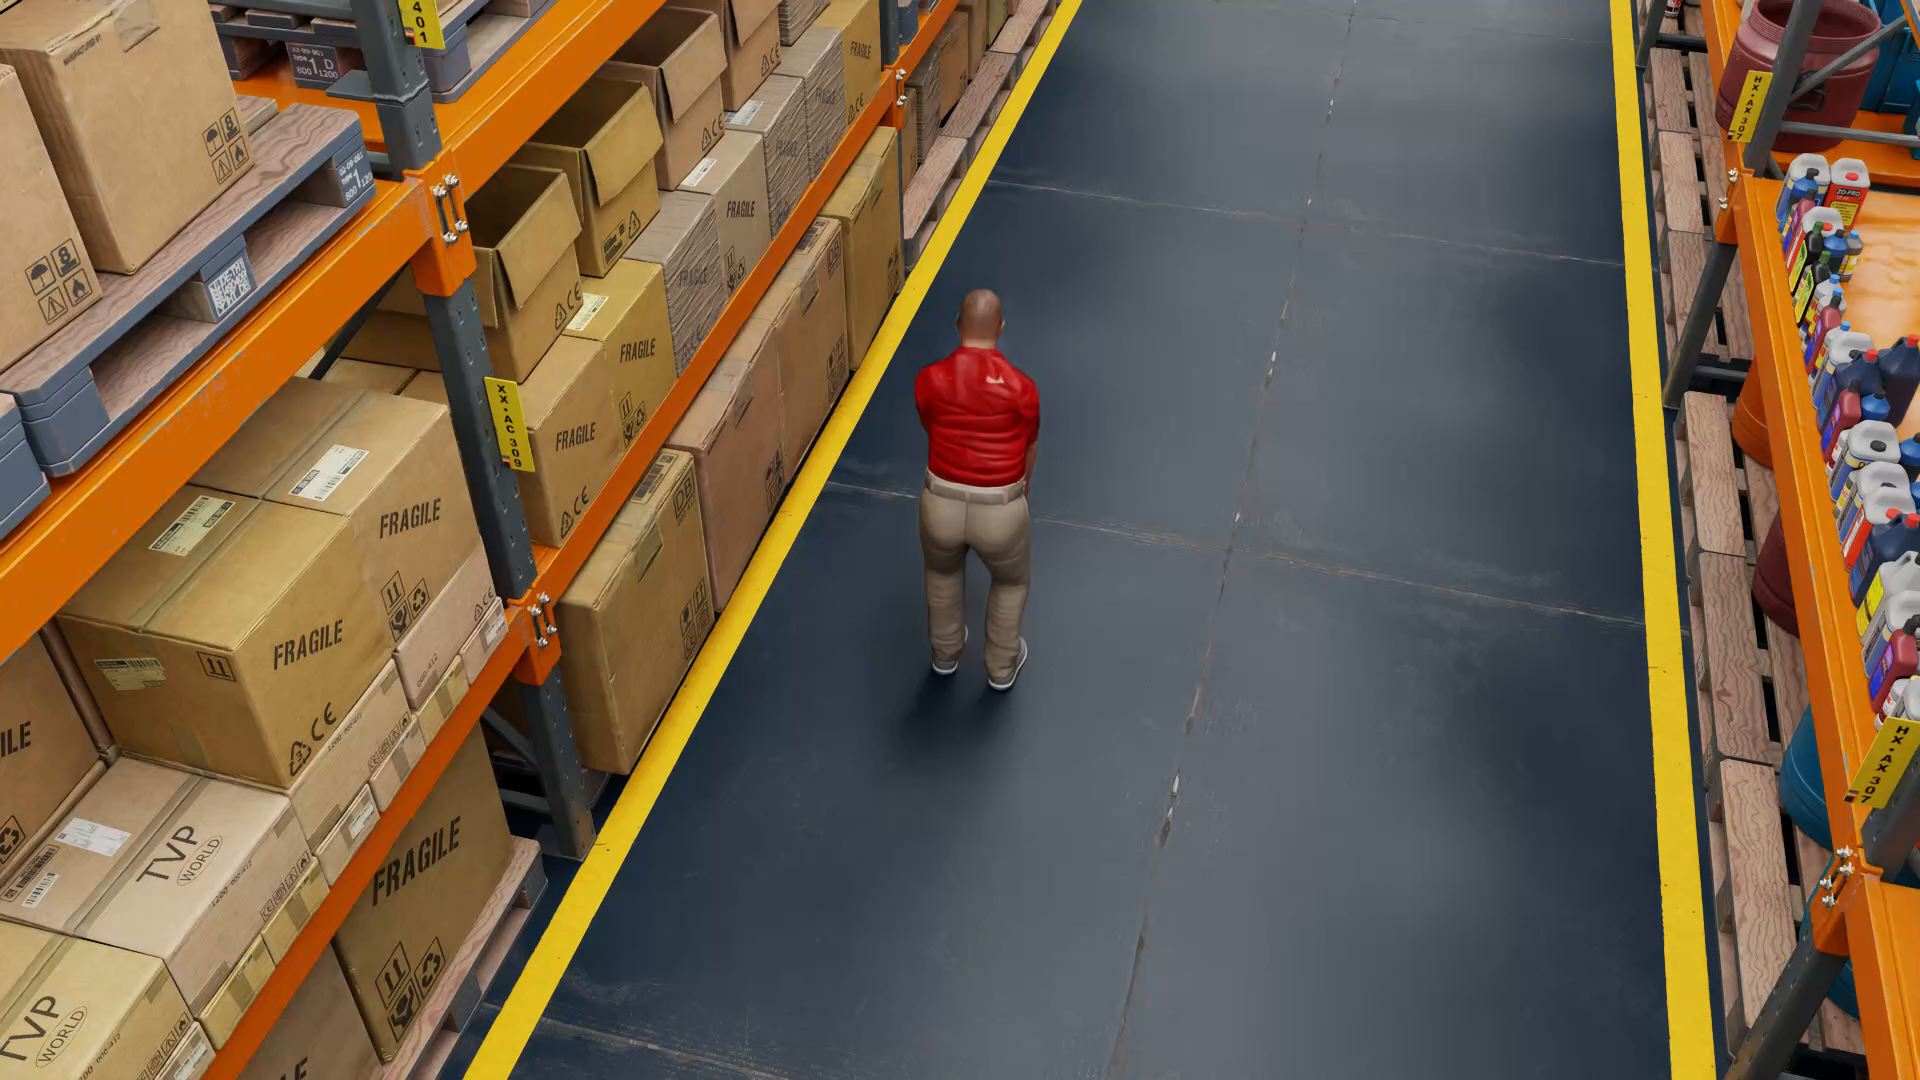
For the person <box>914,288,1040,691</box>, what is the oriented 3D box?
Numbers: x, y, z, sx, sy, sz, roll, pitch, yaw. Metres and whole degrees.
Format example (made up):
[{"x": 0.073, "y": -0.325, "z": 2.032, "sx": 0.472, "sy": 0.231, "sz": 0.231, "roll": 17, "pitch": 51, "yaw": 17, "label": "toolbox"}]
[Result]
[{"x": 0.059, "y": -0.173, "z": 6.411, "sx": 0.477, "sy": 1.685, "sz": 0.585, "roll": 8, "pitch": 41, "yaw": 9, "label": "person"}]
